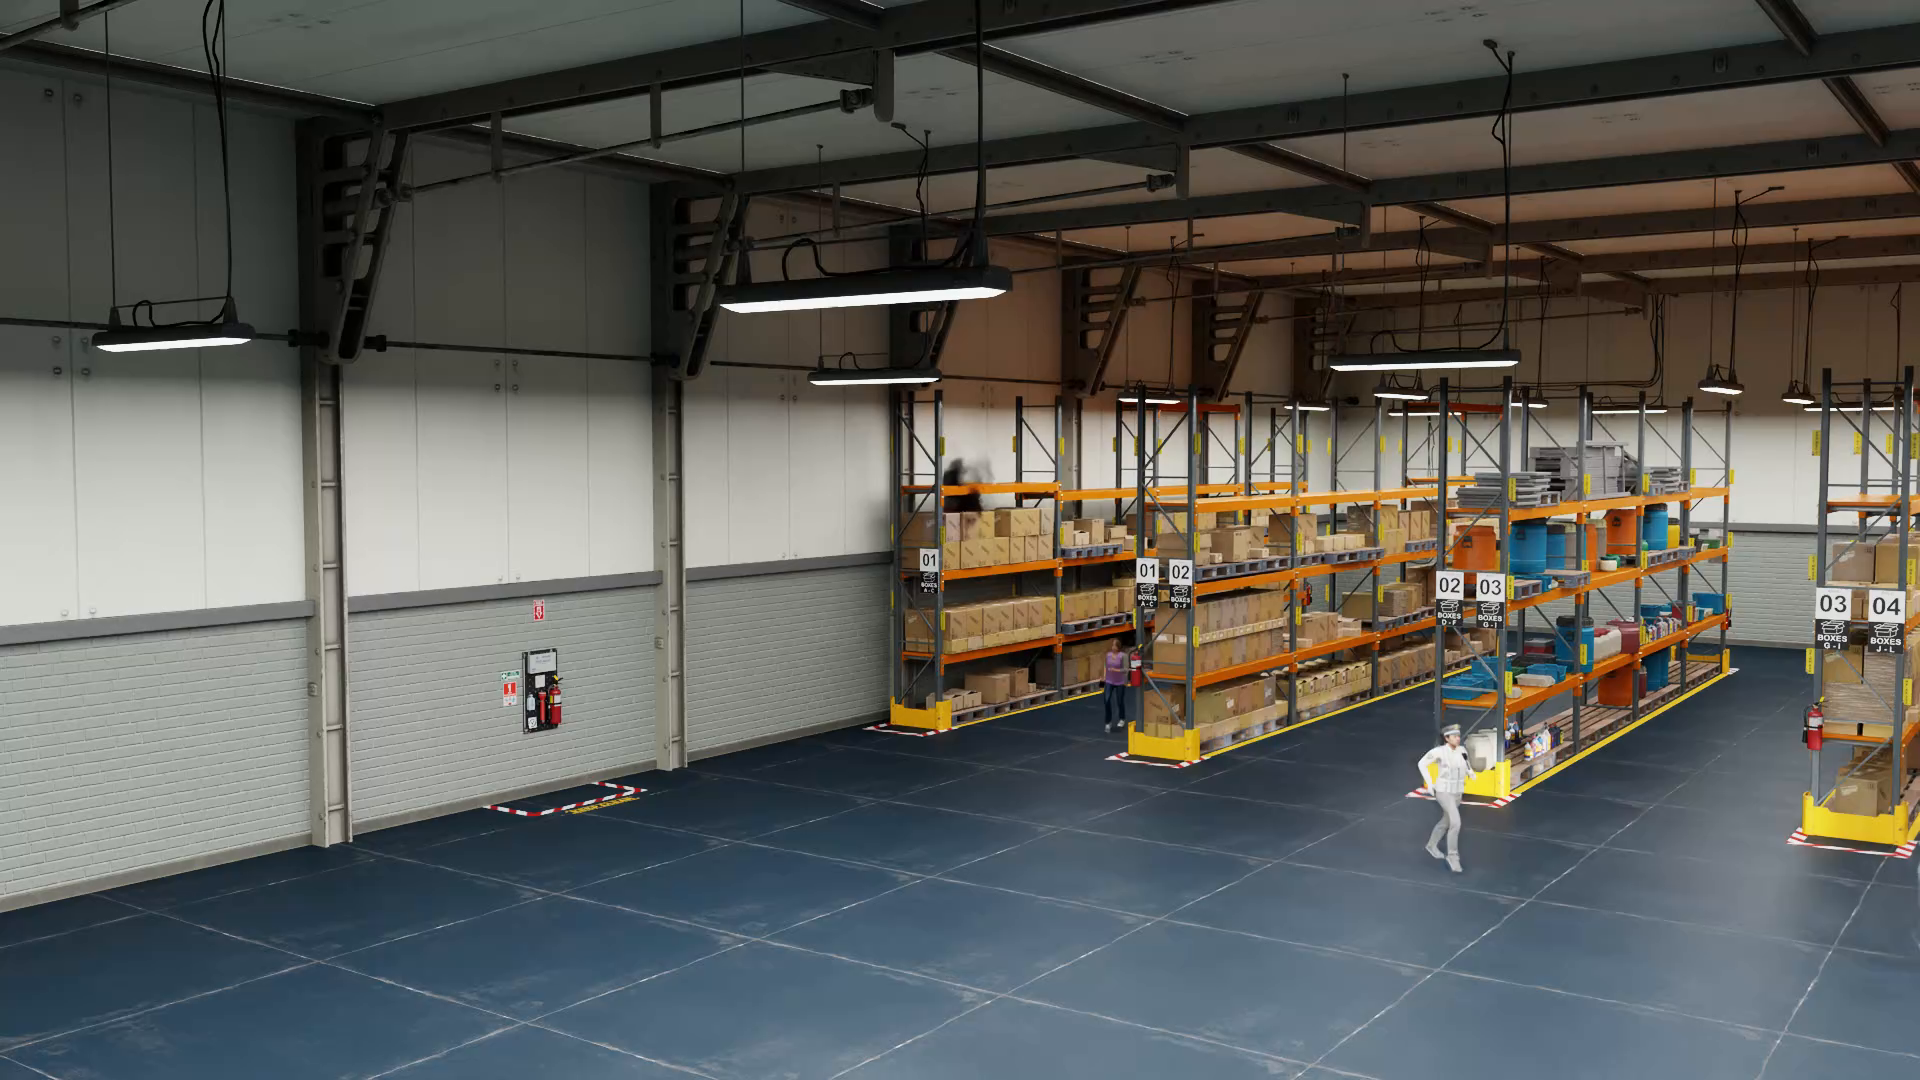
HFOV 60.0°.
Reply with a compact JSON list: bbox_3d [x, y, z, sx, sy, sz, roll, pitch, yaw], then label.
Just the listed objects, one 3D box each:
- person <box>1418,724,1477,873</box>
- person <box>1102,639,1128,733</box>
[{"bbox_3d":[5.840,3.050,19.851,0.597,1.753,0.757,-2,4,-29],"label":"person"},{"bbox_3d":[2.721,2.557,29.219,0.503,1.644,0.710,1,3,21],"label":"person"}]
